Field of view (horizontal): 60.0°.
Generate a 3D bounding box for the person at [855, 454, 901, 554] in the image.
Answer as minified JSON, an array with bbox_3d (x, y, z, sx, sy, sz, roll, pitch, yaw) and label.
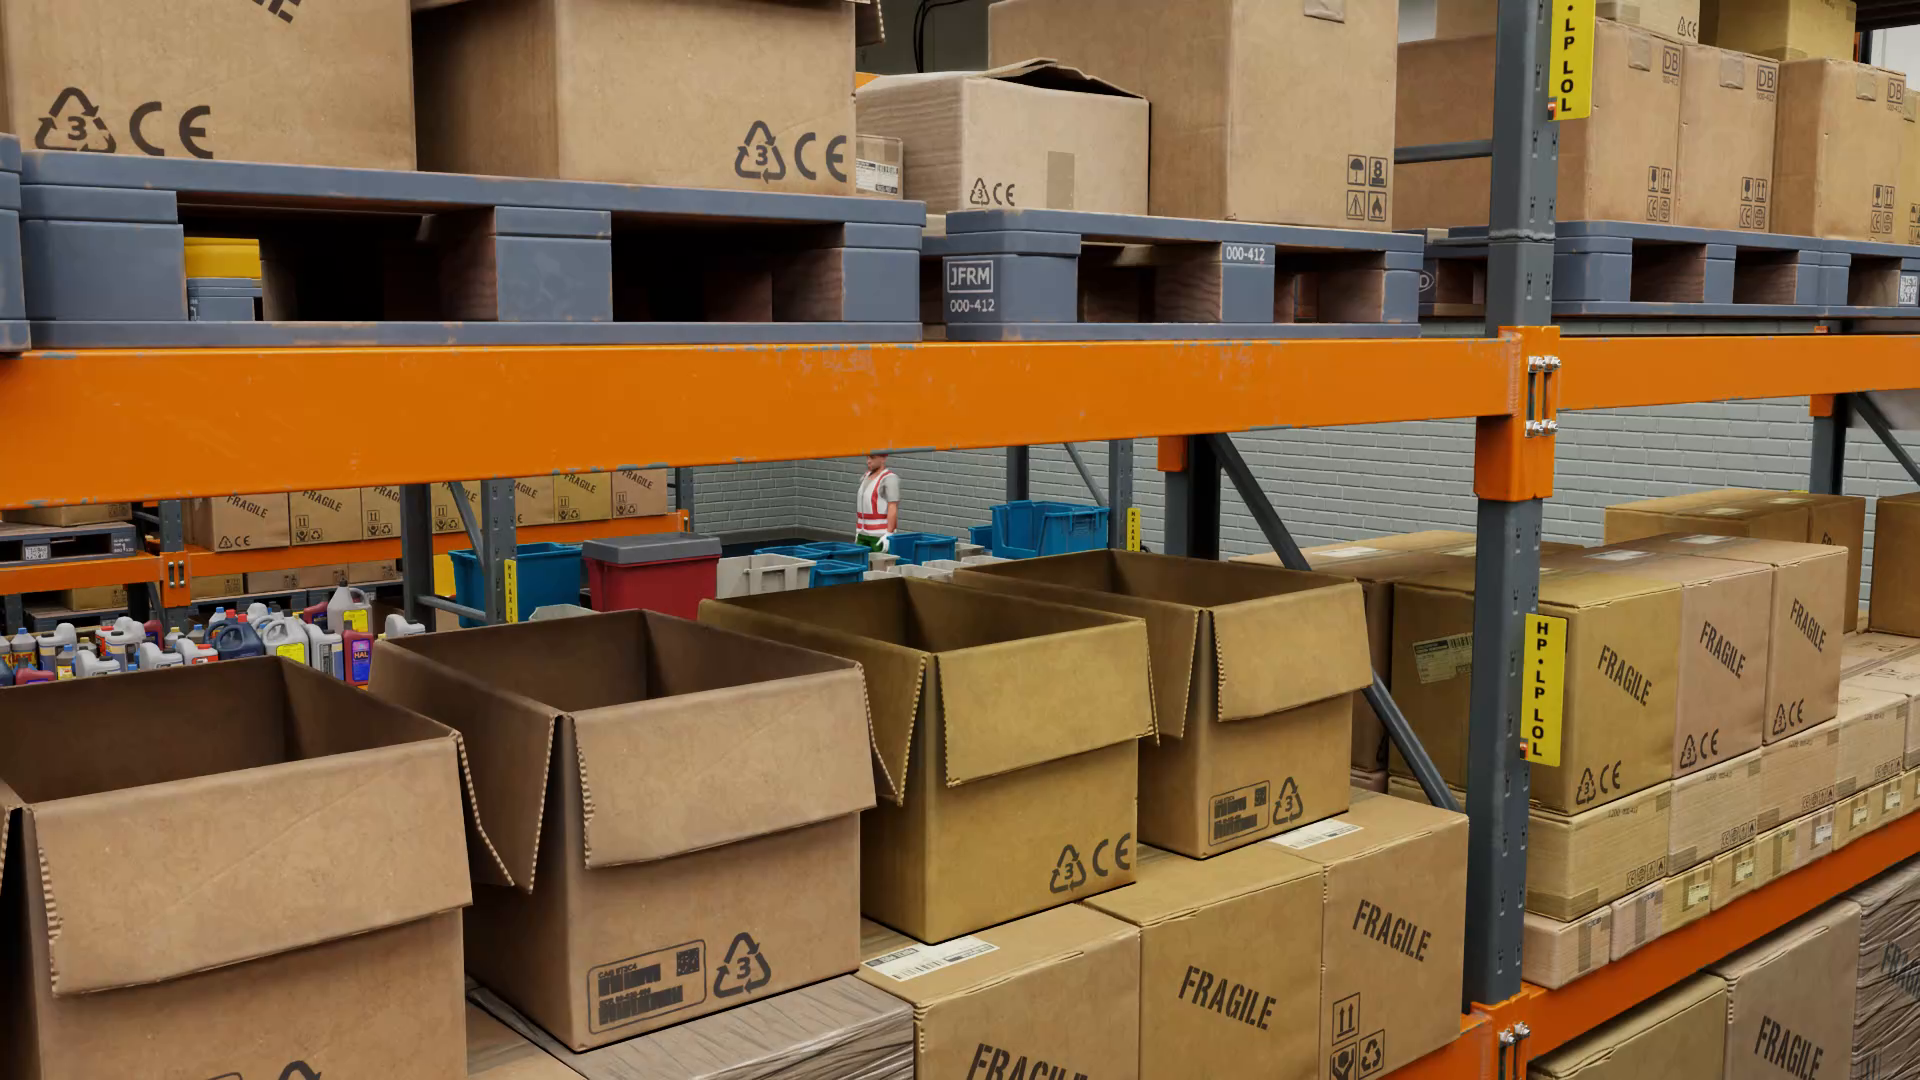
[{"bbox_3d":[-0.781,-0.037,15.477,0.346,1.785,0.525,-6,9,-39],"label":"person"}]
